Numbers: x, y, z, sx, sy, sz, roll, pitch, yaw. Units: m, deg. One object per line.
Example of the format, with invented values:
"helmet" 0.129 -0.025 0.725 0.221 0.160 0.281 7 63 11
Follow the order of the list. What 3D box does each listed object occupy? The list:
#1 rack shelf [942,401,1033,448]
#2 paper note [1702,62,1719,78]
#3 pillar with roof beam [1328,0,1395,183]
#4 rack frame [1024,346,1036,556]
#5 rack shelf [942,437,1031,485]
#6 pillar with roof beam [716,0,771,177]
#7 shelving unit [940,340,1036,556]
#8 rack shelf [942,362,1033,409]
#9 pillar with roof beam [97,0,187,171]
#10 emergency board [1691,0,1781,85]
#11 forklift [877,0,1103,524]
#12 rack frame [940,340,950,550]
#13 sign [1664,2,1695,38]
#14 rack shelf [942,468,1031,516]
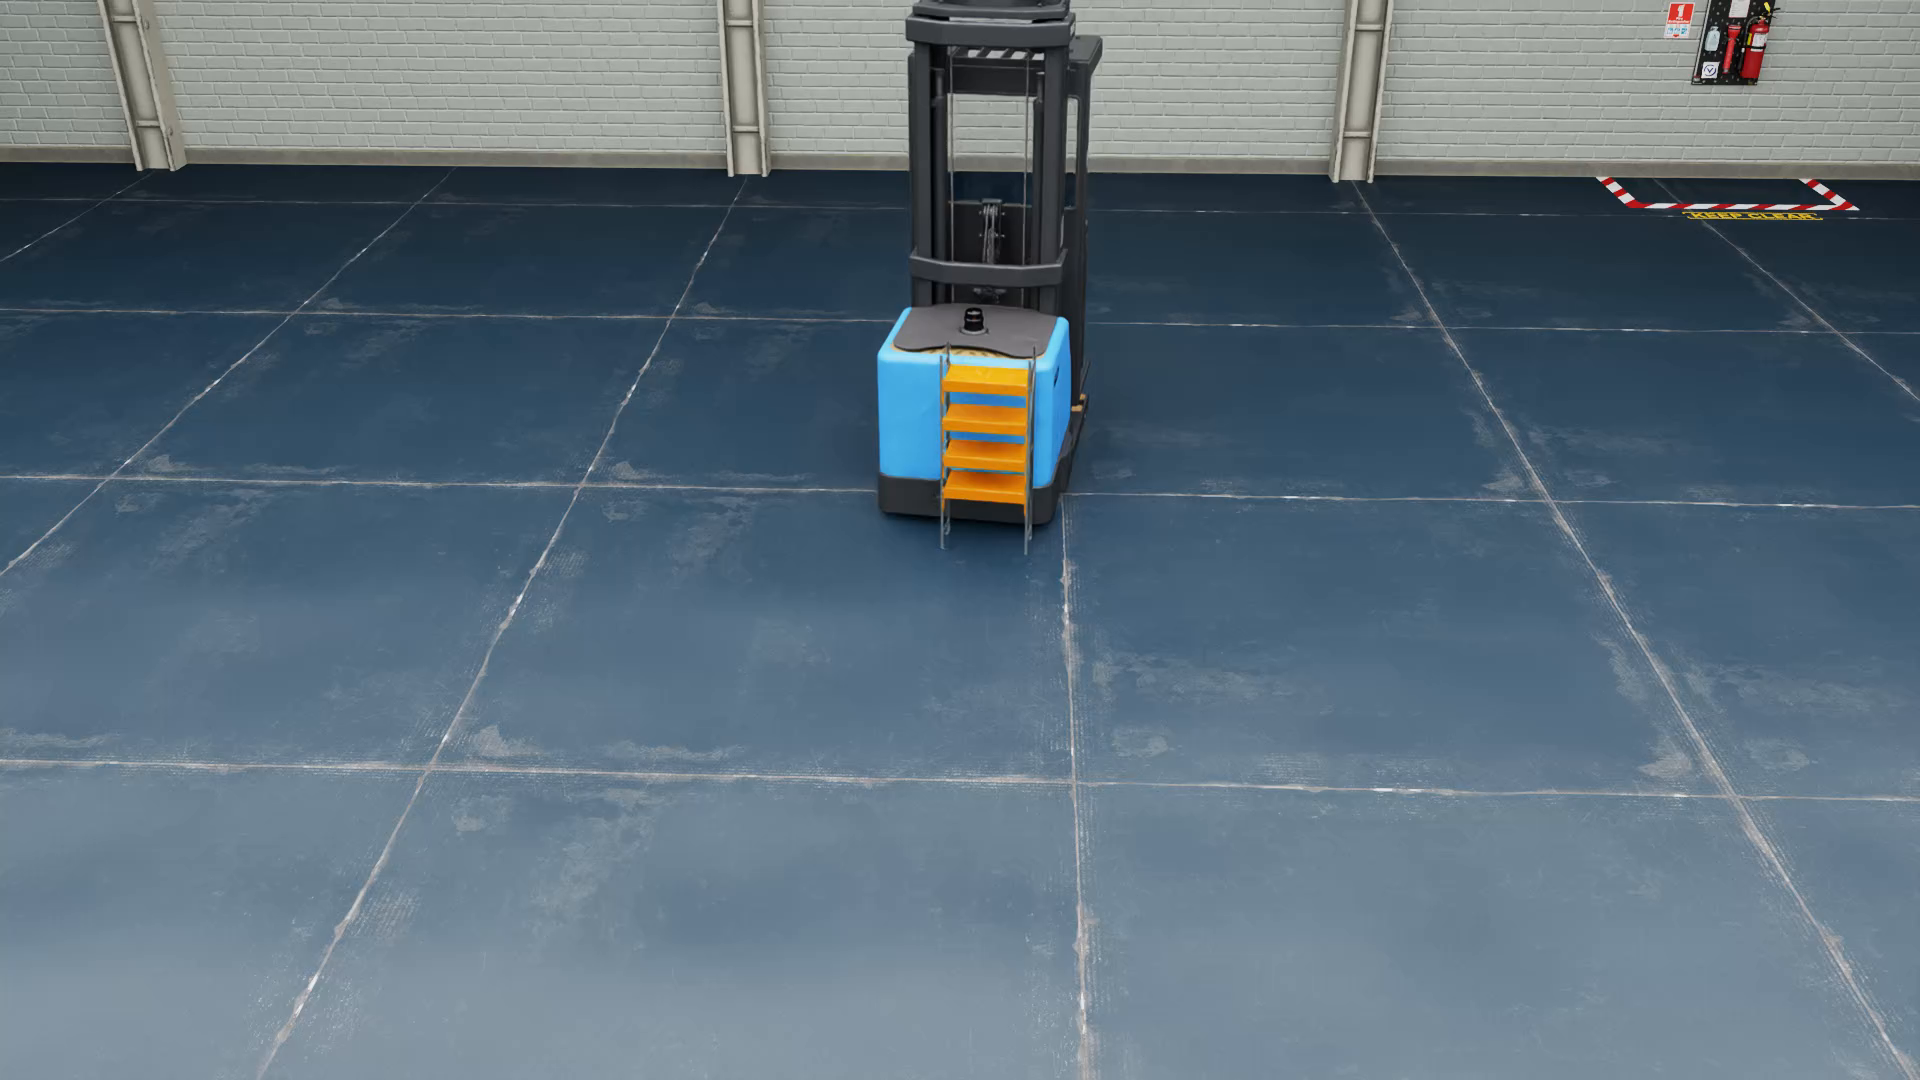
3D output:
"rack shelf" 0.156 -0.650 9.361 0.480 0.148 0.258 5 28 8
"paper note" 7.236 -4.532 16.037 0.142 0.148 0.016 1 28 2
"pillar with roof beam" 3.730 -5.562 10.634 0.400 9.000 9.100 1 28 2
"rack frame" 0.397 -0.493 9.398 0.015 1.200 0.240 5 28 8
"rack shelf" 0.156 -0.452 9.465 0.480 0.148 0.258 5 28 8
"pillar with roof beam" -2.266 -5.661 10.821 0.400 9.000 9.100 1 28 2
"shelving unit" 0.156 -0.512 9.434 0.503 1.200 0.258 5 28 8
"rack shelf" 0.156 -0.859 9.250 0.480 0.148 0.258 5 28 8
"pillar with roof beam" -8.262 -5.760 11.008 0.400 9.000 9.100 1 28 2
"emergency board" 7.410 -4.886 15.764 0.643 1.169 0.194 1 28 2
"forklift" 0.276 -2.056 10.498 1.130 2.935 3.031 5 28 9
"rack frame" -0.084 -0.531 9.470 0.015 1.200 0.240 5 28 8
"sign" 6.861 -4.959 15.864 0.234 0.329 0.001 1 28 2
"rack shelf" 0.156 -0.277 9.558 0.480 0.148 0.258 5 28 8
